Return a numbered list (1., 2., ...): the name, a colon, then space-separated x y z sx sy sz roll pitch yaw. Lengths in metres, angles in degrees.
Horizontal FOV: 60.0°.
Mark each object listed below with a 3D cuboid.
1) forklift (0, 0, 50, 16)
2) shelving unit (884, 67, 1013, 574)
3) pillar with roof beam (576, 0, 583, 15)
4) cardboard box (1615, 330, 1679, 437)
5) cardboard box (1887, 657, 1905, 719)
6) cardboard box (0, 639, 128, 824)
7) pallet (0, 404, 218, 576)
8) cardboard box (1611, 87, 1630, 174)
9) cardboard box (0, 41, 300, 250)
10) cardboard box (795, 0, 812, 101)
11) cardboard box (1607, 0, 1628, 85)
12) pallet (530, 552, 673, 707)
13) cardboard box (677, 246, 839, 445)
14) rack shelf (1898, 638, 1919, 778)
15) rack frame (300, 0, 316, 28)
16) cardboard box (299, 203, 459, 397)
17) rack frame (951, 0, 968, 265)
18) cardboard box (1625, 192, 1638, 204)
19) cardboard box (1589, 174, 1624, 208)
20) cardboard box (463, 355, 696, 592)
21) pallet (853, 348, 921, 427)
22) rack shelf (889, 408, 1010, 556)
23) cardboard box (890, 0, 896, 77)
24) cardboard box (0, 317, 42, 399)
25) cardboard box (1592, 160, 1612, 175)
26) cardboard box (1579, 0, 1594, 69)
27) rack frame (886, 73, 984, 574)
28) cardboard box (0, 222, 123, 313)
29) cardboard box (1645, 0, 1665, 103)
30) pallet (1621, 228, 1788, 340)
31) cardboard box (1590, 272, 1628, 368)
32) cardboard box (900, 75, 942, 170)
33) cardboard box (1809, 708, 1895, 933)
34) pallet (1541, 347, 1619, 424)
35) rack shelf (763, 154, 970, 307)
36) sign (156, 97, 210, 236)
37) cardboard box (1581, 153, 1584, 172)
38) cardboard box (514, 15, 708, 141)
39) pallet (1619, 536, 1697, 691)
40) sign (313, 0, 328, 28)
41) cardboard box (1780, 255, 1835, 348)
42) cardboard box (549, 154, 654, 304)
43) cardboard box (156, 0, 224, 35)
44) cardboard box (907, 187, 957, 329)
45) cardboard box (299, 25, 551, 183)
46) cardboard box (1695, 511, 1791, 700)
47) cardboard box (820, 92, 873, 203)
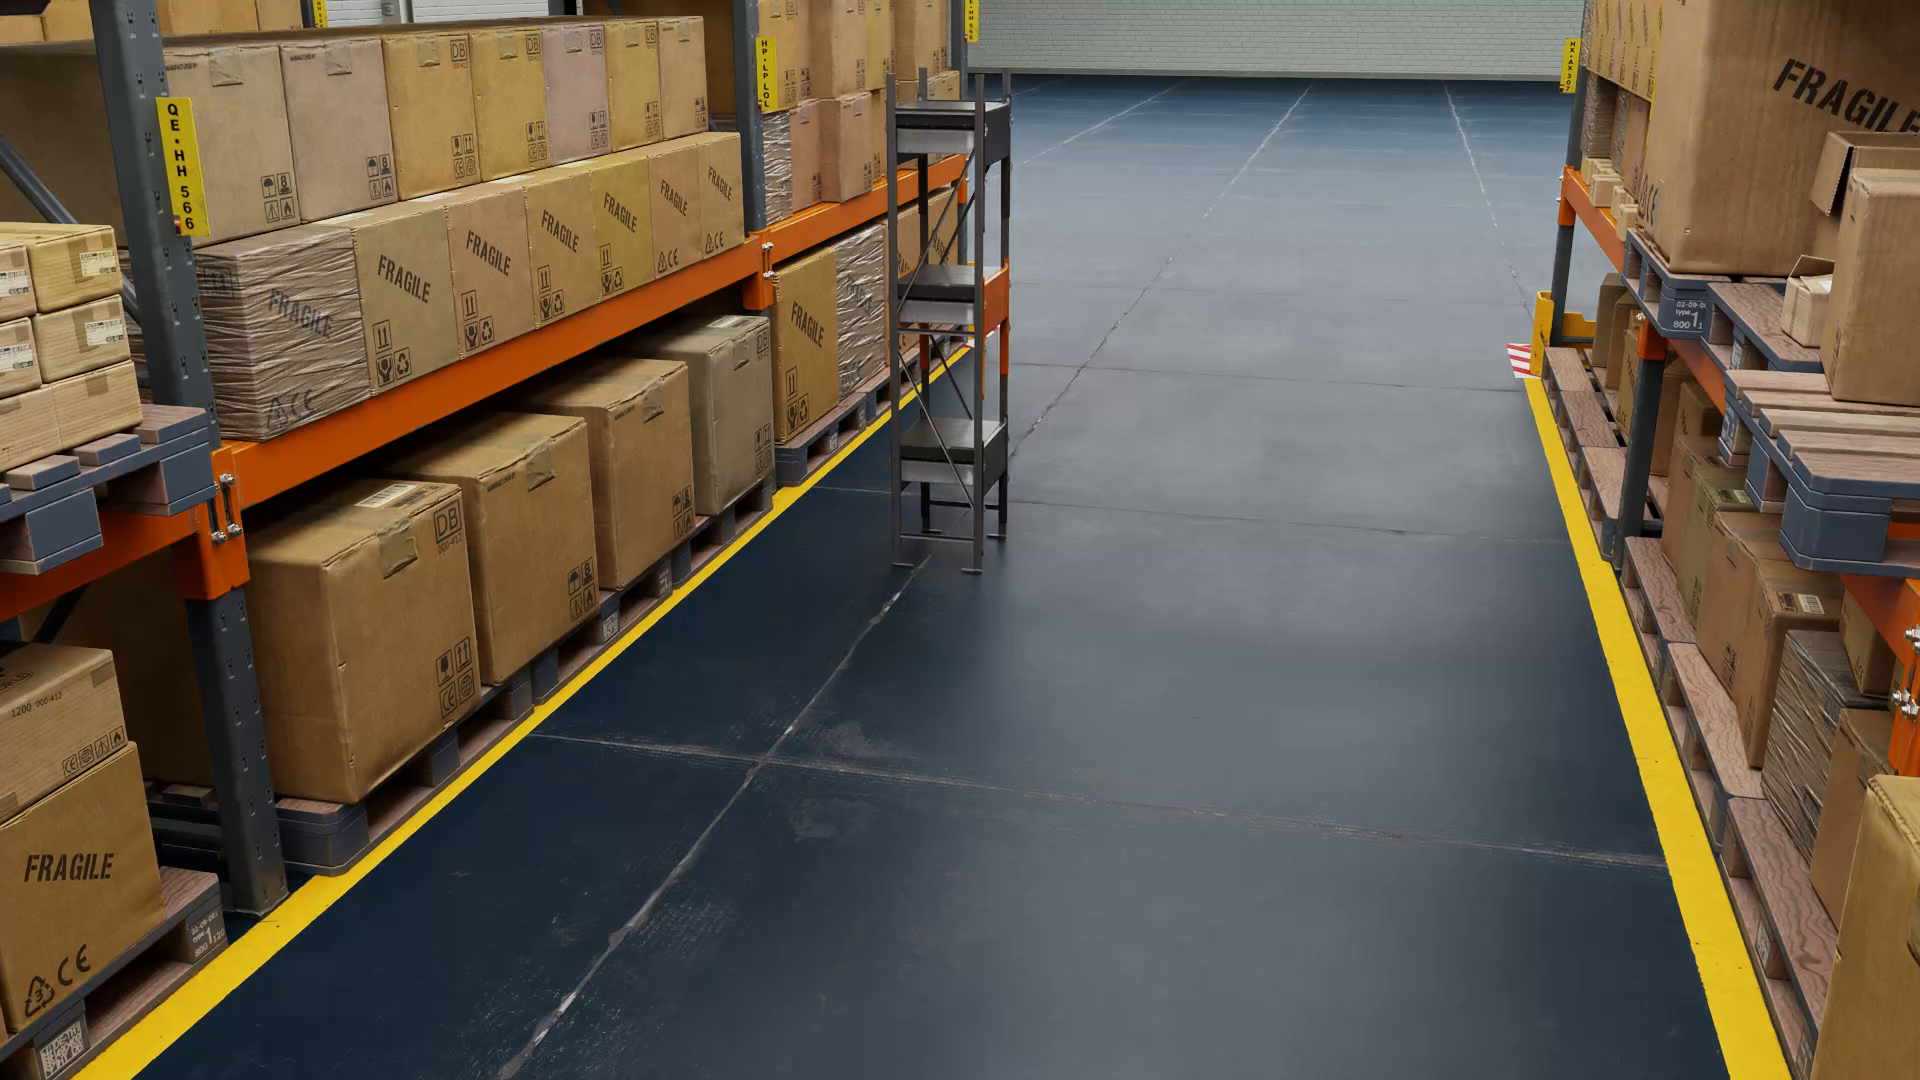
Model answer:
1. forklift: -4.380 -1.300 6.958 1.130 2.935 3.031 3 19 9
2. shelving unit: -0.040 -0.942 7.196 0.431 2.100 0.503 5 19 13
3. pillar with roof beam: -2.557 -11.677 27.952 9.100 9.000 0.400 5 19 13
4. cardboard box: 3.706 -0.775 8.533 0.500 0.500 0.500 3 19 9
5. cardboard box: 2.519 0.405 3.887 0.500 0.250 0.500 5 20 16
6. cardboard box: -2.314 0.439 3.820 0.500 0.250 0.500 4 19 12
7. pallet: -2.472 -0.103 3.646 1.213 0.211 1.003 5 19 13
8. cardboard box: 4.008 -2.208 8.897 0.875 0.500 0.500 5 19 13
9. cardboard box: -2.281 -1.086 4.525 0.700 0.500 0.500 5 19 13
10. cardboard box: -1.278 -2.556 8.627 0.875 0.550 0.550 5 19 13
11. cardboard box: 3.574 -2.550 8.351 0.500 0.500 0.500 5 19 13
12. pallet: -1.835 0.272 6.566 1.003 0.211 1.213 5 19 13
13. cardboard box: -1.202 -1.064 8.800 0.875 0.875 0.875 5 19 14
14. rack shelf: 1.896 0.965 1.335 1.077 0.370 4.000 5 19 13
15. rack frame: -5.271 -3.292 12.686 1.000 3.000 0.127 5 19 13
16. cardboard box: -1.908 -0.752 5.094 0.500 0.500 0.500 4 19 13
17. rack frame: -0.446 -2.933 11.634 1.000 3.000 0.127 5 19 13
18. cardboard box: 3.482 -1.616 8.166 0.380 0.149 0.250 5 19 13
19. cardboard box: 3.577 -1.858 8.875 0.380 0.149 0.250 5 19 13
20. cardboard box: -1.727 -0.310 6.785 1.050 0.750 0.750 5 19 13
21. pallet: -0.866 -0.976 10.217 1.003 0.211 1.213 5 19 13
22. rack shelf: -0.040 -0.266 7.427 0.431 0.518 0.480 5 19 13
23. cardboard box: -0.888 -3.057 10.096 0.875 0.550 0.550 5 19 13
24. cardboard box: -2.143 -0.372 3.414 0.380 0.149 0.250 5 20 15
25. cardboard box: 3.842 -2.086 9.544 0.380 0.149 0.250 5 19 13
26. cardboard box: 3.940 -3.020 9.727 0.500 0.500 0.500 5 19 13
27. rack frame: -0.100 -0.865 6.972 0.400 2.100 0.015 5 19 13
28. cardboard box: -2.076 -0.597 3.614 0.380 0.149 0.250 4 19 11
29. cardboard box: 3.205 -2.080 6.975 0.500 0.500 0.500 5 19 13
30. pallet: 3.034 -0.937 6.088 1.003 0.211 1.213 5 19 13
31. cardboard box: 4.170 -1.331 10.162 0.500 0.500 0.500 9 21 23
32. cardboard box: -0.606 -2.710 10.749 0.875 0.550 0.550 5 19 13
33. cardboard box: 2.529 0.761 4.006 0.700 0.500 0.500 4 19 10
34. pallet: 4.087 -0.915 10.039 1.003 0.211 1.213 5 19 13
35. rack shelf: -0.935 -1.966 9.915 1.077 0.370 4.000 5 19 13
36. sign: -1.872 -0.896 4.002 0.100 0.325 0.005 5 19 13
37. cardboard box: 4.038 -2.320 10.229 0.380 0.149 0.250 5 19 13
38. cardboard box: -1.539 -2.044 7.329 0.700 0.500 0.500 4 19 12
39. pallet: 3.173 0.308 6.460 1.003 0.211 1.213 5 19 13
40. sign: -4.738 -3.940 12.301 0.100 0.325 0.005 5 19 13
41. cardboard box: 2.530 -0.681 4.600 0.396 0.266 0.258 4 19 12
42. cardboard box: -1.539 -1.225 6.480 0.500 0.500 0.500 5 19 14
43. cardboard box: -5.340 -3.450 10.987 0.700 0.500 0.500 4 19 13
44. cardboard box: -0.548 -1.909 11.272 0.875 0.875 0.875 5 19 14
45. cardboard box: -1.911 -1.566 5.930 0.700 0.500 0.500 4 19 13
46. cardboard box: 2.920 0.233 5.552 0.700 0.500 0.500 3 19 9
47. cardboard box: -0.986 -2.201 9.259 0.875 0.550 0.550 5 19 13
